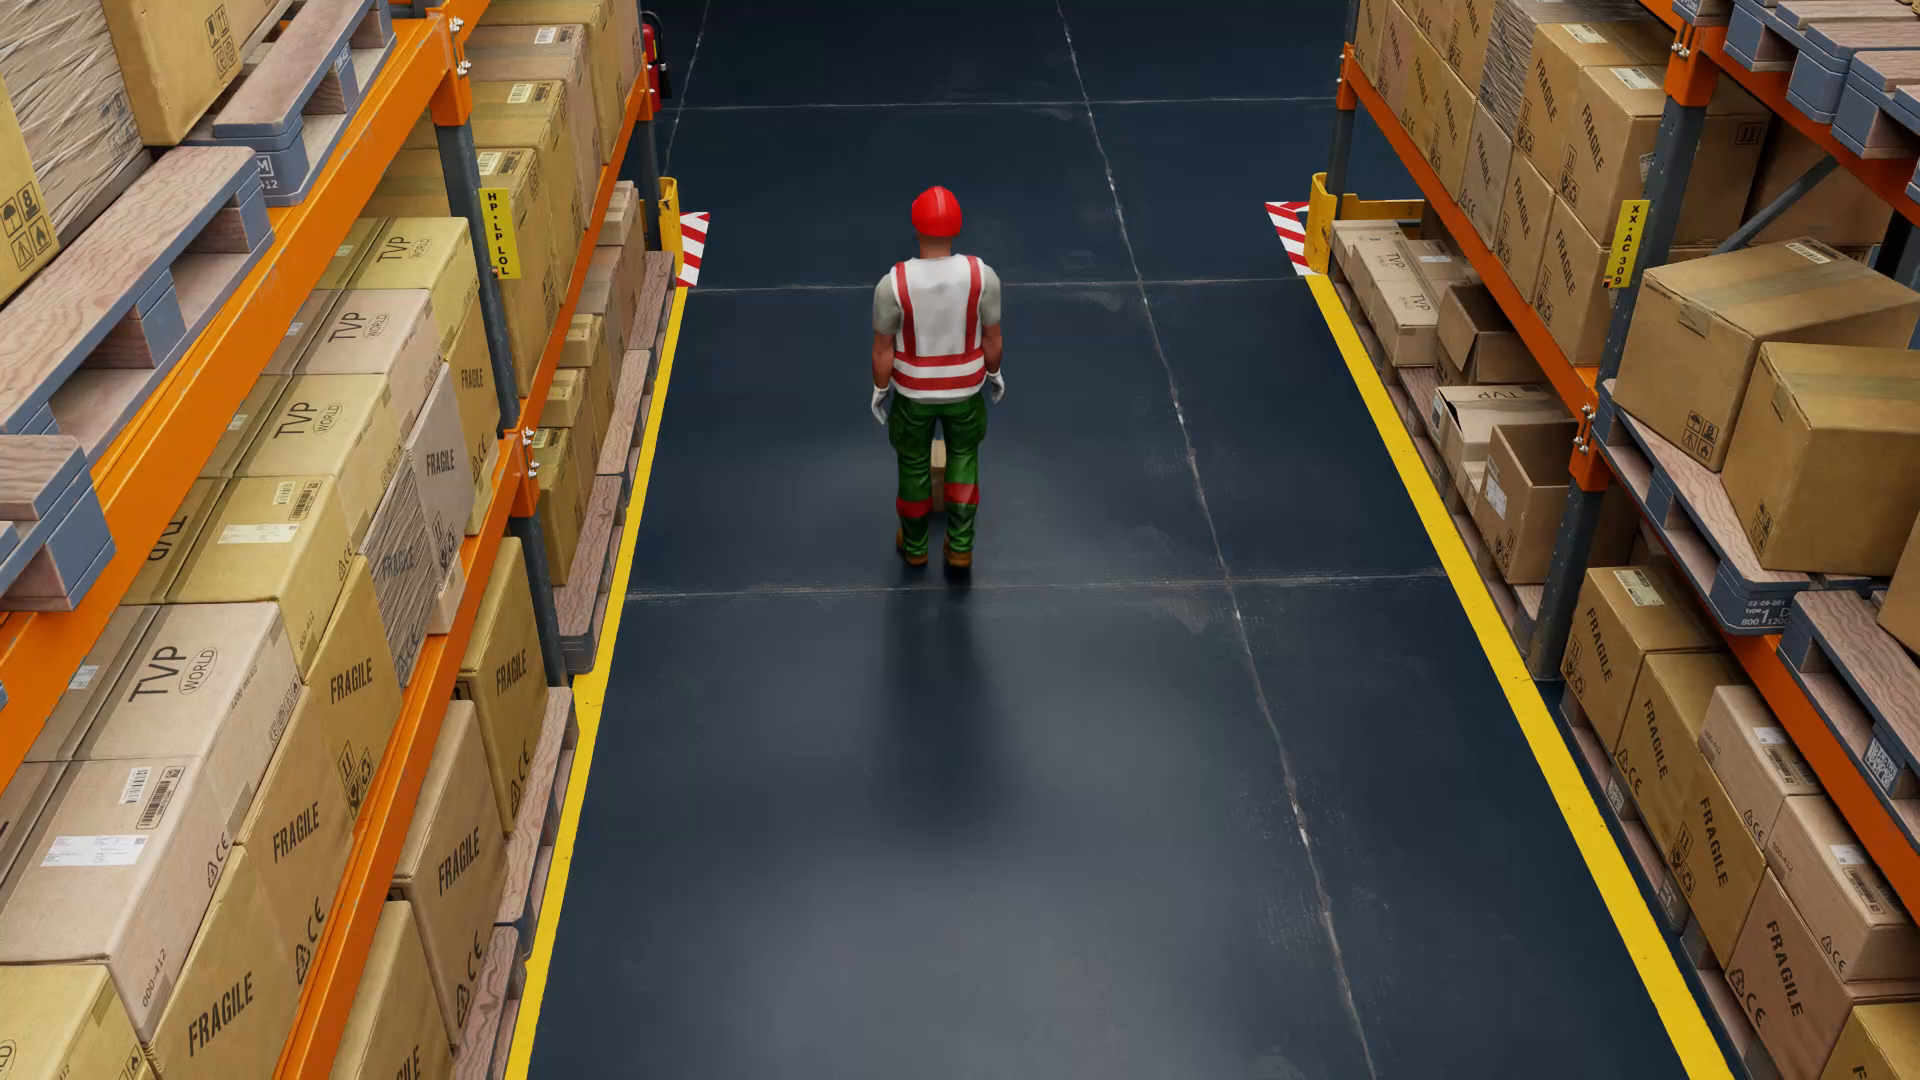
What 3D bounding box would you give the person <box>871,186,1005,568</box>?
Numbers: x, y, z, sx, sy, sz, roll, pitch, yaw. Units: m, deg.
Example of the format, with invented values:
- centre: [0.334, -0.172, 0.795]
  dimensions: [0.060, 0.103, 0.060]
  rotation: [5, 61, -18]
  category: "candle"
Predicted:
- centre: [-0.092, -0.658, 7.038]
  dimensions: [0.579, 1.791, 0.468]
  rotation: [-4, 35, -6]
  category: "person"
